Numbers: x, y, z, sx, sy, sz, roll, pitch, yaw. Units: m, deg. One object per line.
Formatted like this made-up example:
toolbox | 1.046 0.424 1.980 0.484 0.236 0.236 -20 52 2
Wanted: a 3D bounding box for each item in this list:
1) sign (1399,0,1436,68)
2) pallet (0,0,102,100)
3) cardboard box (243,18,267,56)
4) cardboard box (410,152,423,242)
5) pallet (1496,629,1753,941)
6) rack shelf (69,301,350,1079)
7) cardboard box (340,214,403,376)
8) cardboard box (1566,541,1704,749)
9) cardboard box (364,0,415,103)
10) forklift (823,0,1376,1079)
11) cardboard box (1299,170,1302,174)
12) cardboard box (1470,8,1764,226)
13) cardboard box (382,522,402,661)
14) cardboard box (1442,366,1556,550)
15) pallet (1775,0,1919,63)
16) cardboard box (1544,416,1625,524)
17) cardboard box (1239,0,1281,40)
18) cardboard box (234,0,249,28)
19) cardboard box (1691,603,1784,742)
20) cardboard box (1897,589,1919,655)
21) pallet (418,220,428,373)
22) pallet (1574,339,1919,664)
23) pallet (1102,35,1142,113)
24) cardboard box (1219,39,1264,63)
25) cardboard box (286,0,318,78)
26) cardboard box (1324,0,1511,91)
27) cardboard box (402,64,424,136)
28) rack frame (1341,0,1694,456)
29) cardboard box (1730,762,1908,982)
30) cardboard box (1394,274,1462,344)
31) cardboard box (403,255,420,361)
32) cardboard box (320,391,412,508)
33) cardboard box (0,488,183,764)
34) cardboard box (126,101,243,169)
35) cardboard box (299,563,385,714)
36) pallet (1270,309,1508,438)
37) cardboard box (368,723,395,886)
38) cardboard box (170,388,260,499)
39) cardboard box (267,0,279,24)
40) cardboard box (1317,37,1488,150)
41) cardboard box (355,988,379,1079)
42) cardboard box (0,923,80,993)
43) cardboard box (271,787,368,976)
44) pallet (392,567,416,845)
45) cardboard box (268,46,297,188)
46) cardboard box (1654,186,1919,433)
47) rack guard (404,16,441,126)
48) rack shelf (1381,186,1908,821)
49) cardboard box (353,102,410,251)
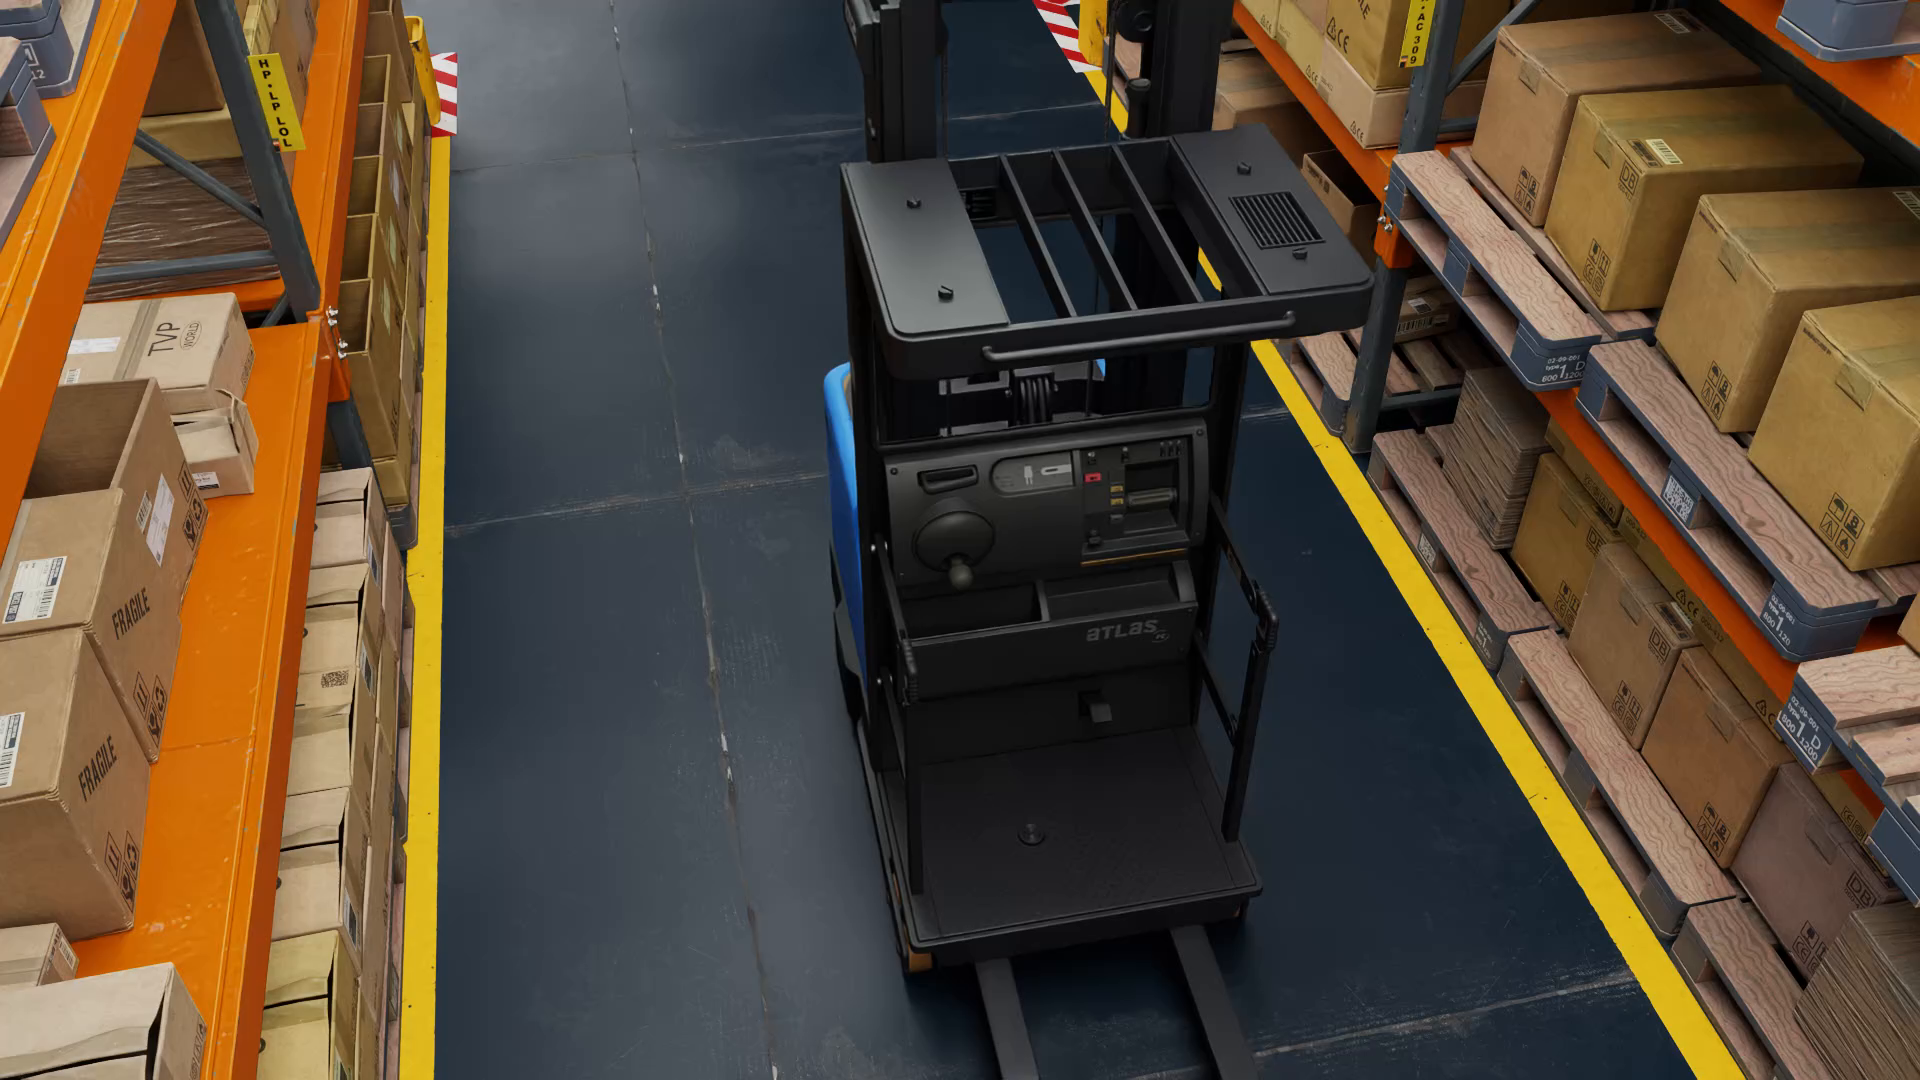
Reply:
sign | 1.634 -1.835 5.906 0.100 0.325 0.005 -8 42 -9
pallet | -2.471 -1.362 3.910 0.805 0.209 1.217 -10 43 -11
cardboard box | -2.655 -1.694 5.834 0.380 0.149 0.250 -9 42 -10
cardboard box | -2.904 -1.652 8.106 0.500 0.250 0.500 -8 42 -9
pallet | 2.598 0.746 5.751 1.003 0.211 1.213 -8 42 -9
rack shelf | -2.242 0.684 4.262 1.077 0.370 4.000 -8 42 -9
cardboard box | -2.584 -0.959 6.761 0.500 0.500 0.500 -8 42 -9
cardboard box | 2.568 0.315 5.687 0.700 0.500 0.500 -8 42 -9
cardboard box | -3.131 -2.579 8.586 0.500 0.500 0.500 -8 42 -9
forklift | 0.299 -0.015 4.559 1.130 2.935 3.031 -8 42 -8
cardboard box | 1.836 -1.732 8.258 0.380 0.149 0.250 -12 43 -13
cardboard box | 2.239 -1.461 5.730 0.700 0.500 0.500 -8 42 -9
cardboard box | -2.301 0.217 6.001 0.500 0.250 0.500 -9 42 -10
cardboard box | 2.337 -0.349 6.435 0.700 0.500 0.500 -7 42 -8
pallet | 2.418 -1.558 4.128 1.213 0.211 1.003 -8 42 -9
cardboard box | 2.436 -0.345 5.865 0.500 0.250 0.500 -9 42 -10
cardboard box | 1.541 -2.457 7.356 0.500 0.250 0.500 -9 42 -10
cardboard box | -2.886 -2.018 5.712 0.700 0.500 0.500 -8 42 -9
cardboard box | 2.641 0.318 5.119 0.500 0.250 0.500 -9 42 -9
cardboard box | 2.767 0.135 3.931 0.700 0.500 0.500 -12 43 -13
pallet | -3.072 -1.153 7.890 1.003 0.211 1.213 -8 42 -9
pallet | 2.558 -0.207 4.868 1.003 0.211 1.213 -8 42 -9
pallet | 1.456 -2.563 9.478 1.003 0.211 1.213 -8 42 -9
cardboard box | 1.483 -2.515 9.018 0.500 0.311 0.500 -5 42 -6
cardboard box | -3.112 -2.205 6.899 0.700 0.500 0.500 -7 42 -8
cardboard box | 1.758 -2.088 6.376 0.500 0.500 0.500 -8 42 -9
cardboard box | -3.133 -2.298 8.834 0.500 0.250 0.500 -8 42 -9
rack frame | 2.162 -1.594 6.286 1.000 3.000 0.127 -8 42 -9
cardboard box | 2.821 0.959 4.961 0.700 0.500 0.500 -8 42 -9
cardboard box | 2.017 -1.041 7.467 0.380 0.166 0.250 -14 43 -15
cardboard box | -2.684 -1.004 7.377 0.500 0.250 0.500 -8 42 -9
cardboard box | -2.478 -0.355 6.645 0.500 0.250 0.500 -8 42 -9
cardboard box | -2.302 0.247 4.137 0.500 0.500 0.500 -8 42 -9
cardboard box | -2.543 -1.364 5.463 0.380 0.149 0.250 -8 42 -9
cardboard box | -2.188 0.337 5.443 0.500 0.311 0.500 -7 42 -8
pallet | 1.983 -0.981 7.697 1.003 0.211 1.213 -8 42 -9
cardboard box | -2.083 0.876 5.258 0.500 0.250 0.500 -7 42 -8
cardboard box | -2.305 -0.288 4.916 0.396 0.266 0.258 -9 42 -10
cardboard box | -2.765 -2.026 6.209 0.380 0.149 0.250 -10 43 -11
cardboard box | 1.764 -1.809 6.626 0.500 0.250 0.500 -8 42 -9
cardboard box | -1.864 1.539 4.512 0.500 0.250 0.500 -9 42 -10
cardboard box | -2.141 0.986 3.569 0.380 0.149 0.250 -5 42 -6
cardboard box | -1.978 0.988 4.710 0.500 0.311 0.500 -9 42 -10
pallet | -2.477 0.633 5.878 1.003 0.211 1.213 -8 42 -9
cardboard box | -2.896 -1.547 6.158 0.700 0.500 0.500 -9 42 -10
cardboard box | 2.525 -0.676 4.845 0.700 0.500 0.500 -3 42 -3
rack guard | -3.543 -2.555 9.252 1.175 0.500 0.348 -8 42 -9
rack shelf | 2.594 -0.029 5.065 1.077 0.370 4.000 -8 42 -9
cardboard box | -2.794 -1.608 7.492 0.500 0.500 0.500 -8 42 -9
